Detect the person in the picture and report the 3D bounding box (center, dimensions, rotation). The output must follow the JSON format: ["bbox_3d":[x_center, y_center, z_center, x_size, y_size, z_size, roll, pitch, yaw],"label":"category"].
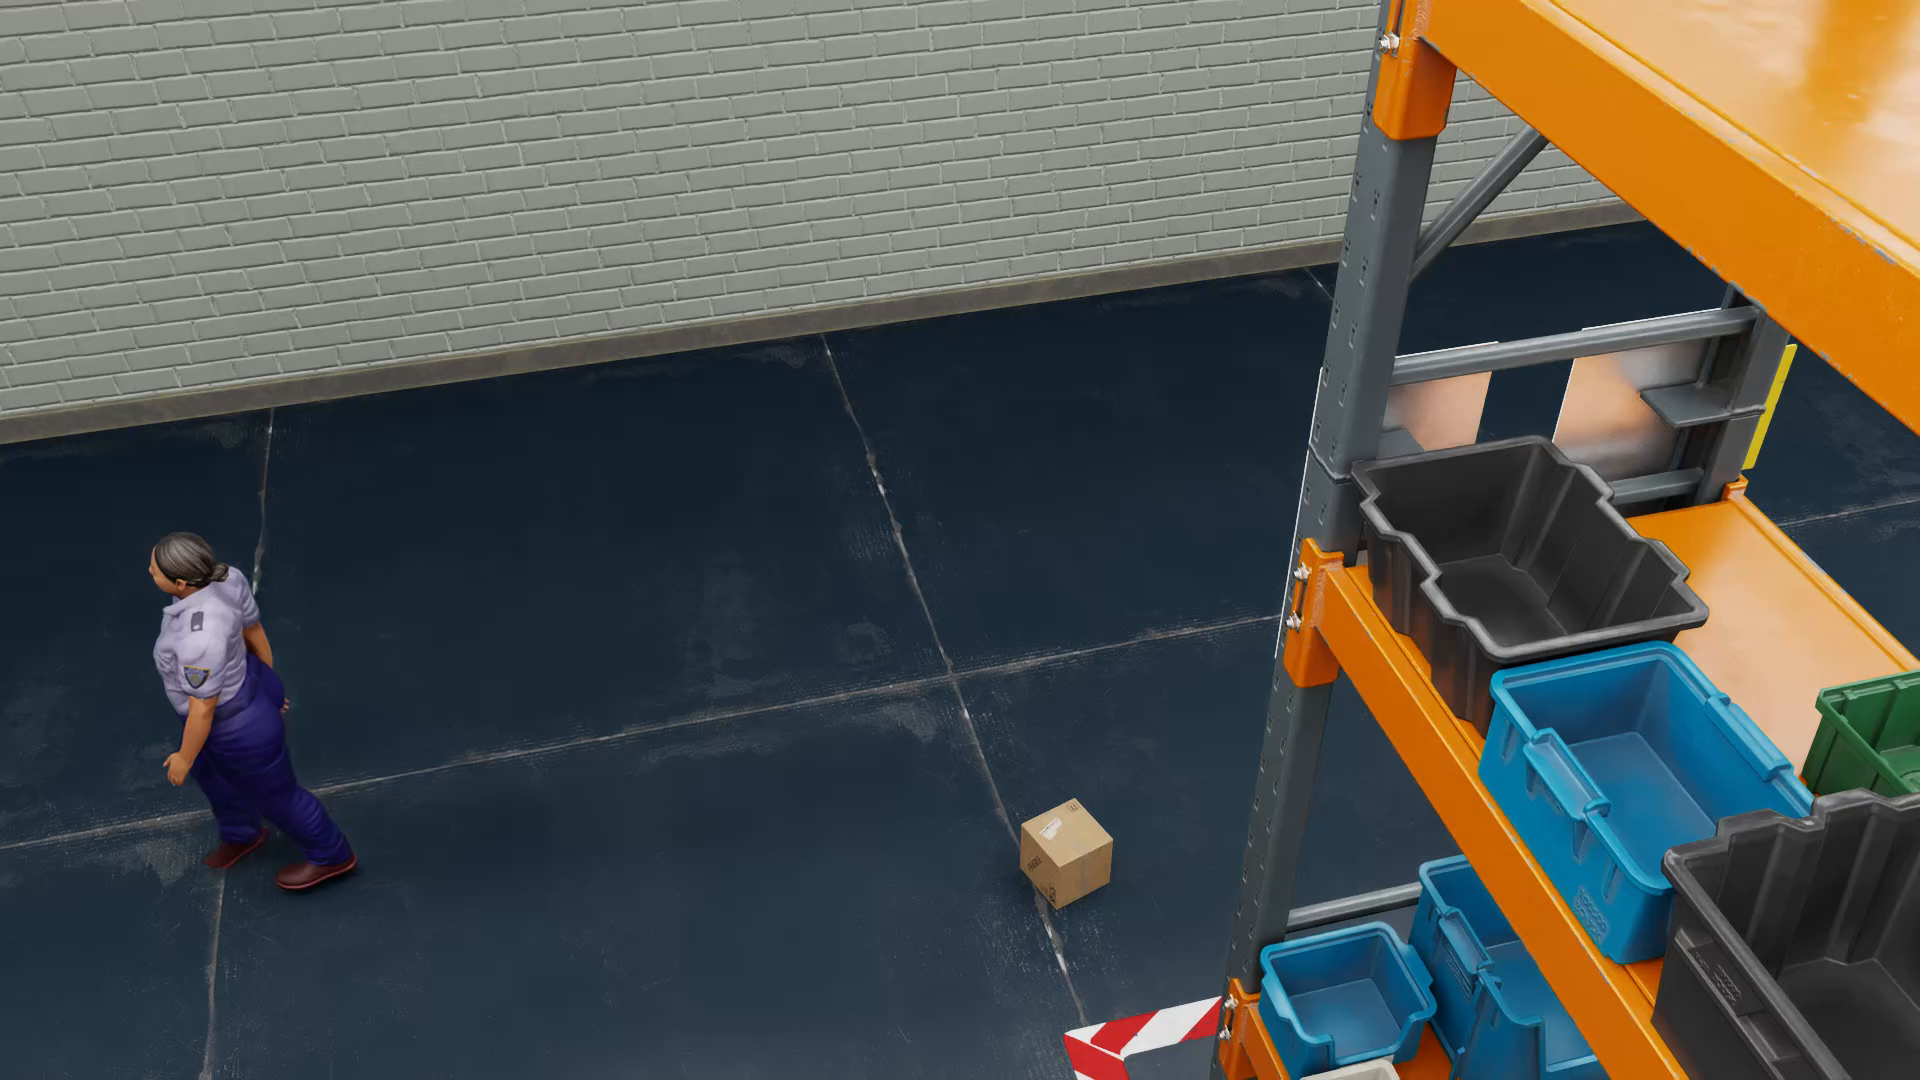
[{"bbox_3d":[-2.623,0.665,5.909,0.591,1.704,0.484,-9,39,-11],"label":"person"}]
